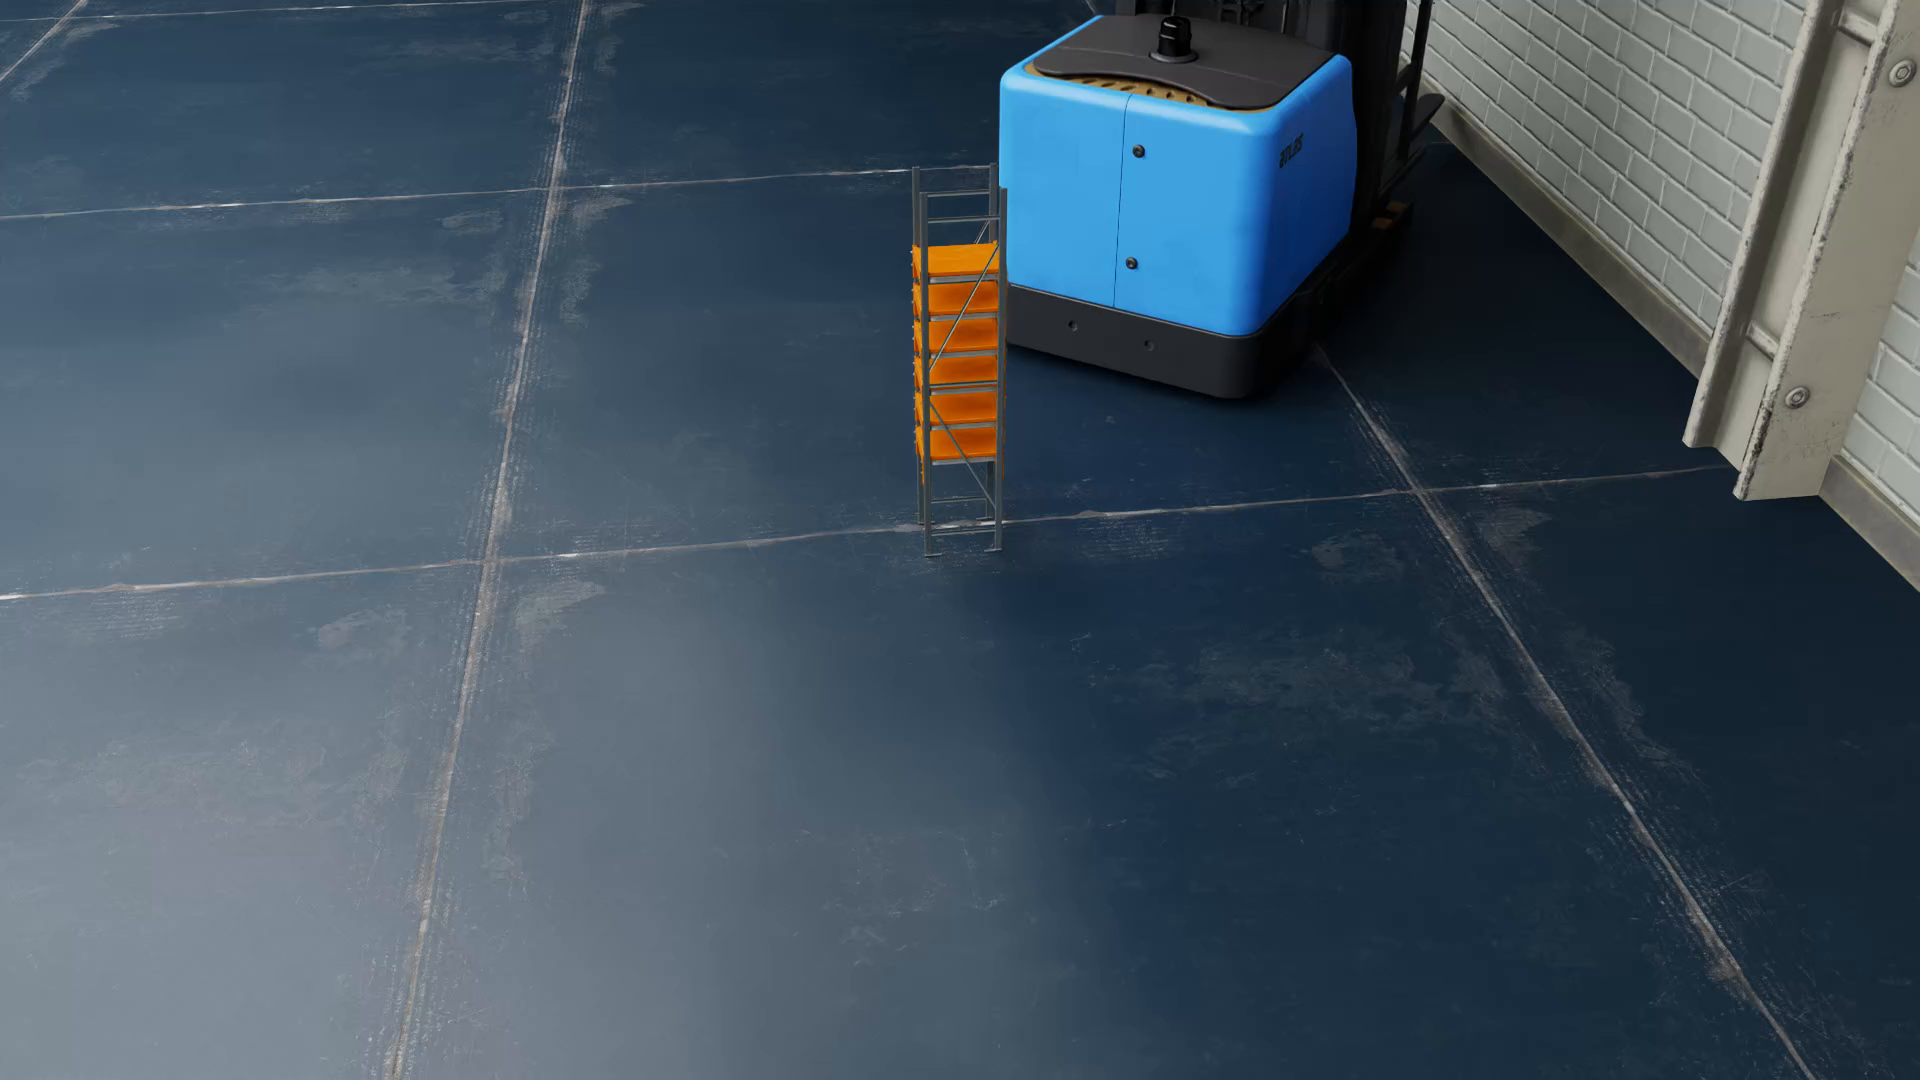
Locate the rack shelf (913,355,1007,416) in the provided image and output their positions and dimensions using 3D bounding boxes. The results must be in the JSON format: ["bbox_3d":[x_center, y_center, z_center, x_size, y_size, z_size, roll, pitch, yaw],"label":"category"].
[{"bbox_3d":[-0.002,-0.467,4.949,0.258,0.103,0.180,-4,35,-6],"label":"rack shelf"}]

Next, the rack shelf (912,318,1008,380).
[{"bbox_3d":[-0.002,-0.566,4.881,0.258,0.103,0.180,-4,35,-6],"label":"rack shelf"}]

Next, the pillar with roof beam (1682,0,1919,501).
[{"bbox_3d":[-1.587,-3.643,2.605,9.100,9.000,0.400,-4,35,-6],"label":"pillar with roof beam"}]

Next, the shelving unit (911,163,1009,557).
[{"bbox_3d":[-0.002,-0.504,4.924,0.258,1.200,0.189,-4,35,-6],"label":"shelving unit"}]

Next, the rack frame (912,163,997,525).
[{"bbox_3d":[-0.014,-0.555,4.999,0.240,1.200,0.006,-4,35,-6],"label":"rack frame"}]

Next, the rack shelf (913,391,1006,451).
[{"bbox_3d":[-0.002,-0.368,5.017,0.258,0.103,0.180,-4,35,-6],"label":"rack shelf"}]

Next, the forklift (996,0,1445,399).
[{"bbox_3d":[1.287,-2.514,6.336,1.130,2.935,3.031,18,38,24],"label":"forklift"}]

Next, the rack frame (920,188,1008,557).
[{"bbox_3d":[0.010,-0.453,4.849,0.240,1.200,0.006,-4,35,-6],"label":"rack frame"}]

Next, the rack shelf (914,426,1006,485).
[{"bbox_3d":[-0.002,-0.269,5.084,0.258,0.103,0.180,-4,35,-6],"label":"rack shelf"}]

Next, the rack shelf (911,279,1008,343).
[{"bbox_3d":[-0.002,-0.665,4.814,0.258,0.103,0.180,-4,35,-6],"label":"rack shelf"}]

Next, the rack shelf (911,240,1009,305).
[{"bbox_3d":[-0.002,-0.765,4.746,0.258,0.103,0.180,-4,35,-6],"label":"rack shelf"}]
